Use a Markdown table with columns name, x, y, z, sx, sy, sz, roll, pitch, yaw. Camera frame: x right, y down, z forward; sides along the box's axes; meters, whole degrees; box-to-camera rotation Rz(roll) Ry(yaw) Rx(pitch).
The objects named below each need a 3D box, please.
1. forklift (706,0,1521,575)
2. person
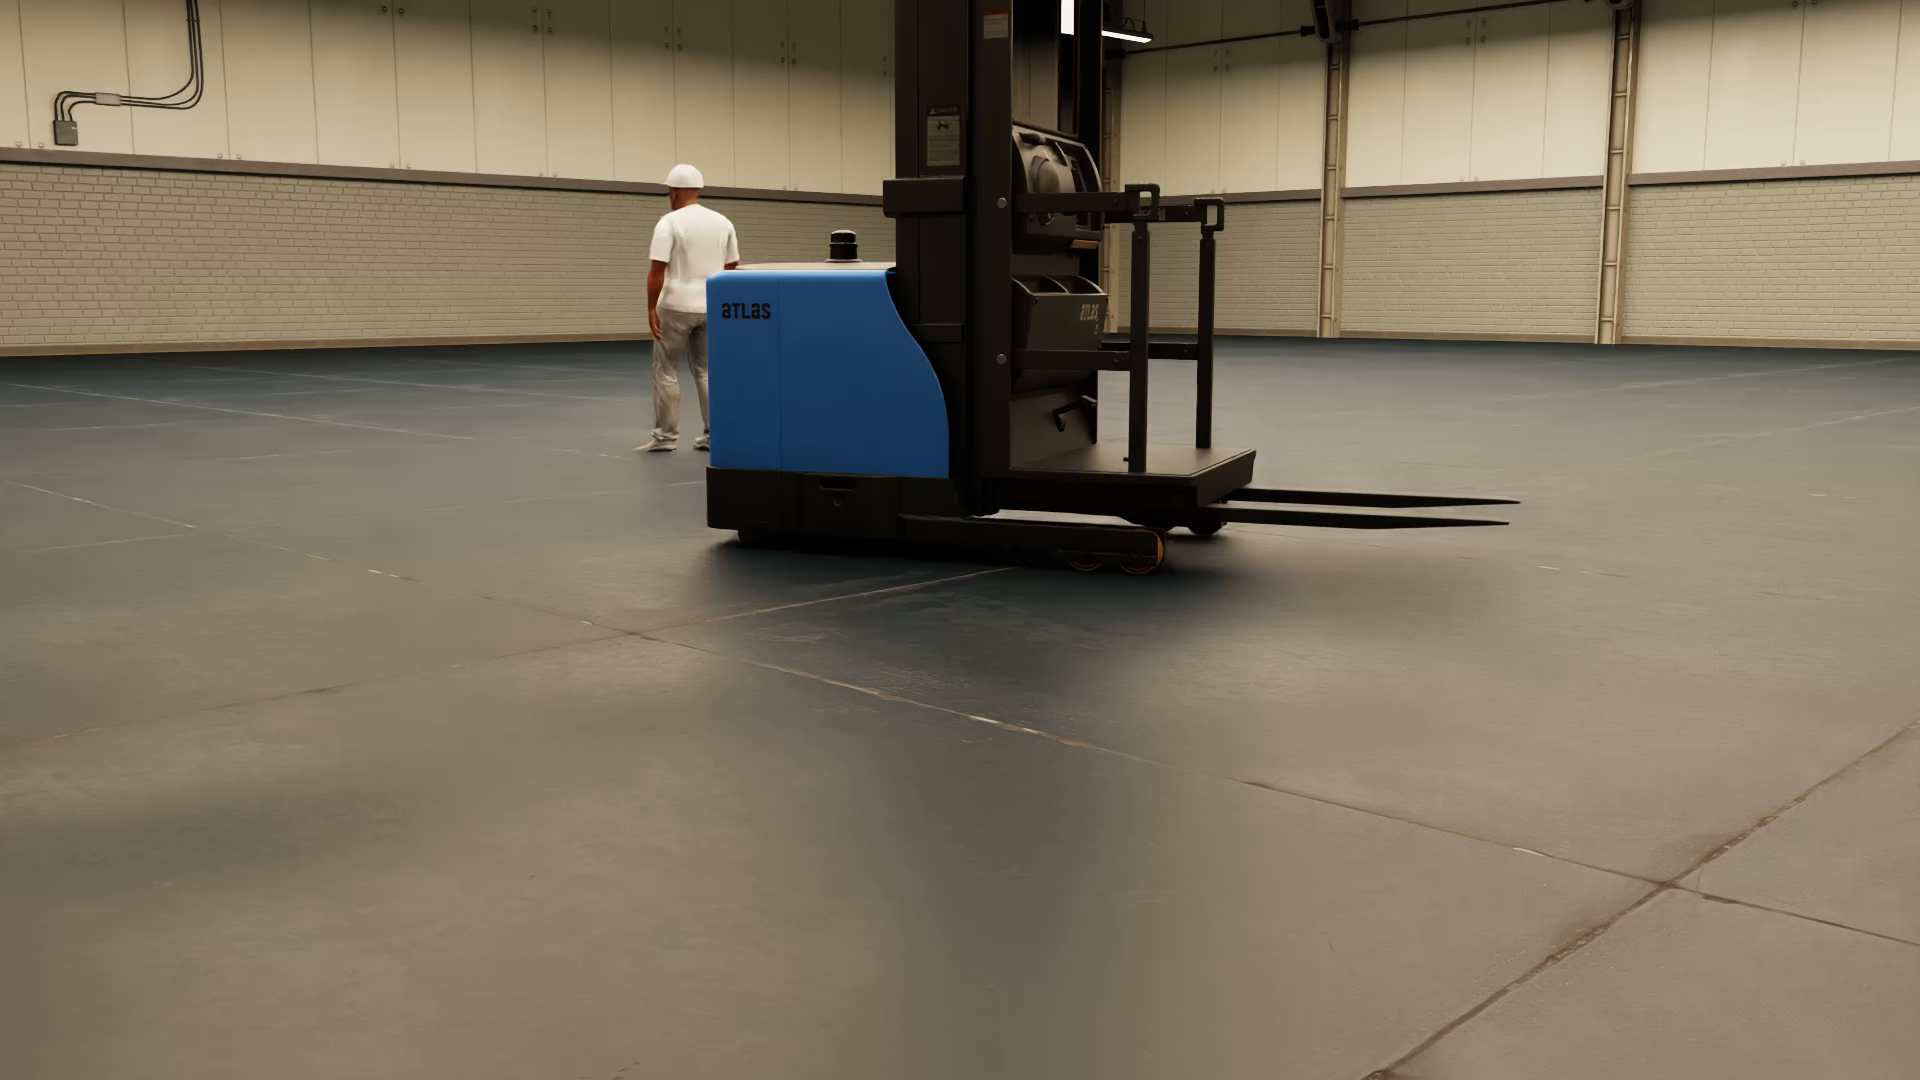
| name | x | y | z | sx | sy | sz | roll | pitch | yaw |
| --- | --- | --- | --- | --- | --- | --- | --- | --- | --- |
| forklift | 0.565 | -1.416 | 6.275 | 3.031 | 2.935 | 1.130 | 3 | 9 | 22 |
| person | -1.714 | -1.424 | 10.369 | 0.658 | 1.787 | 0.513 | -7 | 11 | -40 |
